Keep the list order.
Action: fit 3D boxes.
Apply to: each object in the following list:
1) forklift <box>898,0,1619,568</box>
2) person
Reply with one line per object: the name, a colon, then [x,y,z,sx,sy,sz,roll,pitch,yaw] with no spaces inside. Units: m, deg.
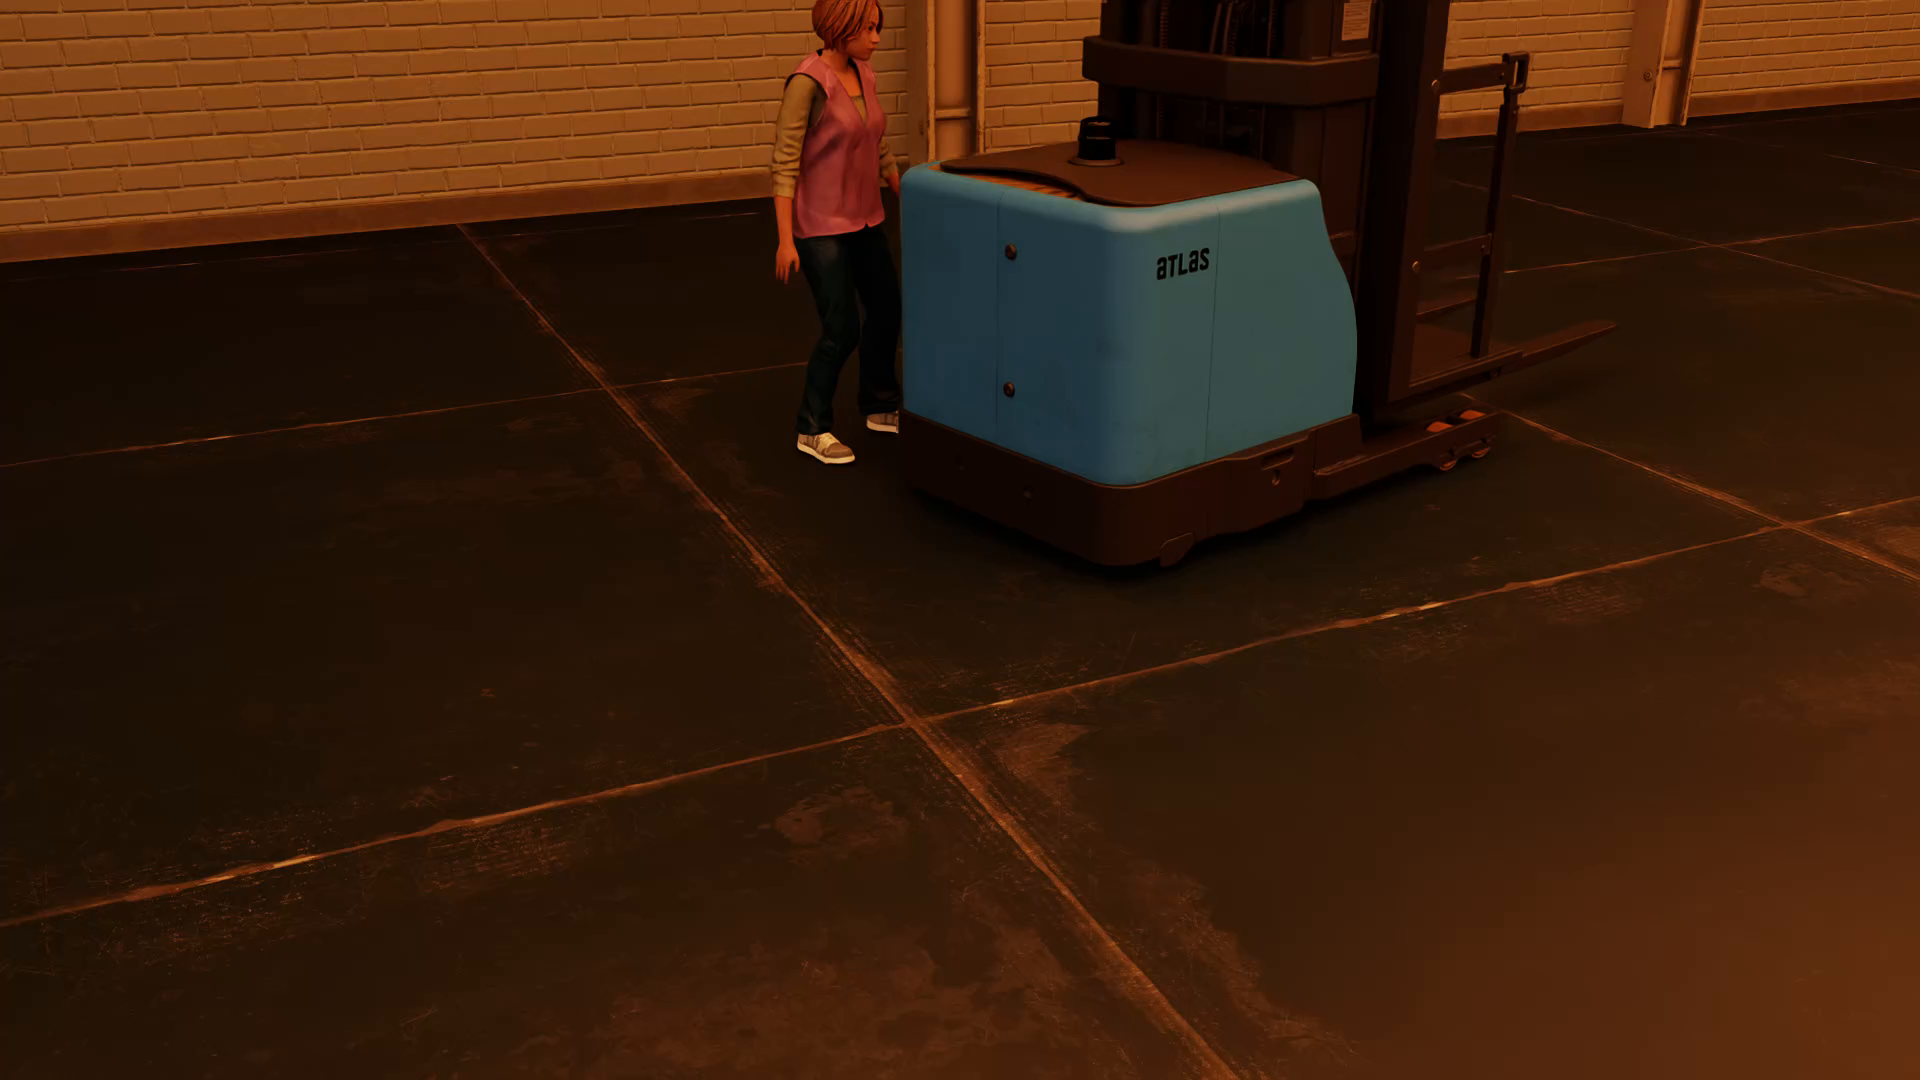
forklift: [1.249,-1.725,5.439,3.031,2.935,1.130,-18,29,-37]
person: [-0.383,-1.041,5.568,0.357,1.573,0.650,13,26,29]
